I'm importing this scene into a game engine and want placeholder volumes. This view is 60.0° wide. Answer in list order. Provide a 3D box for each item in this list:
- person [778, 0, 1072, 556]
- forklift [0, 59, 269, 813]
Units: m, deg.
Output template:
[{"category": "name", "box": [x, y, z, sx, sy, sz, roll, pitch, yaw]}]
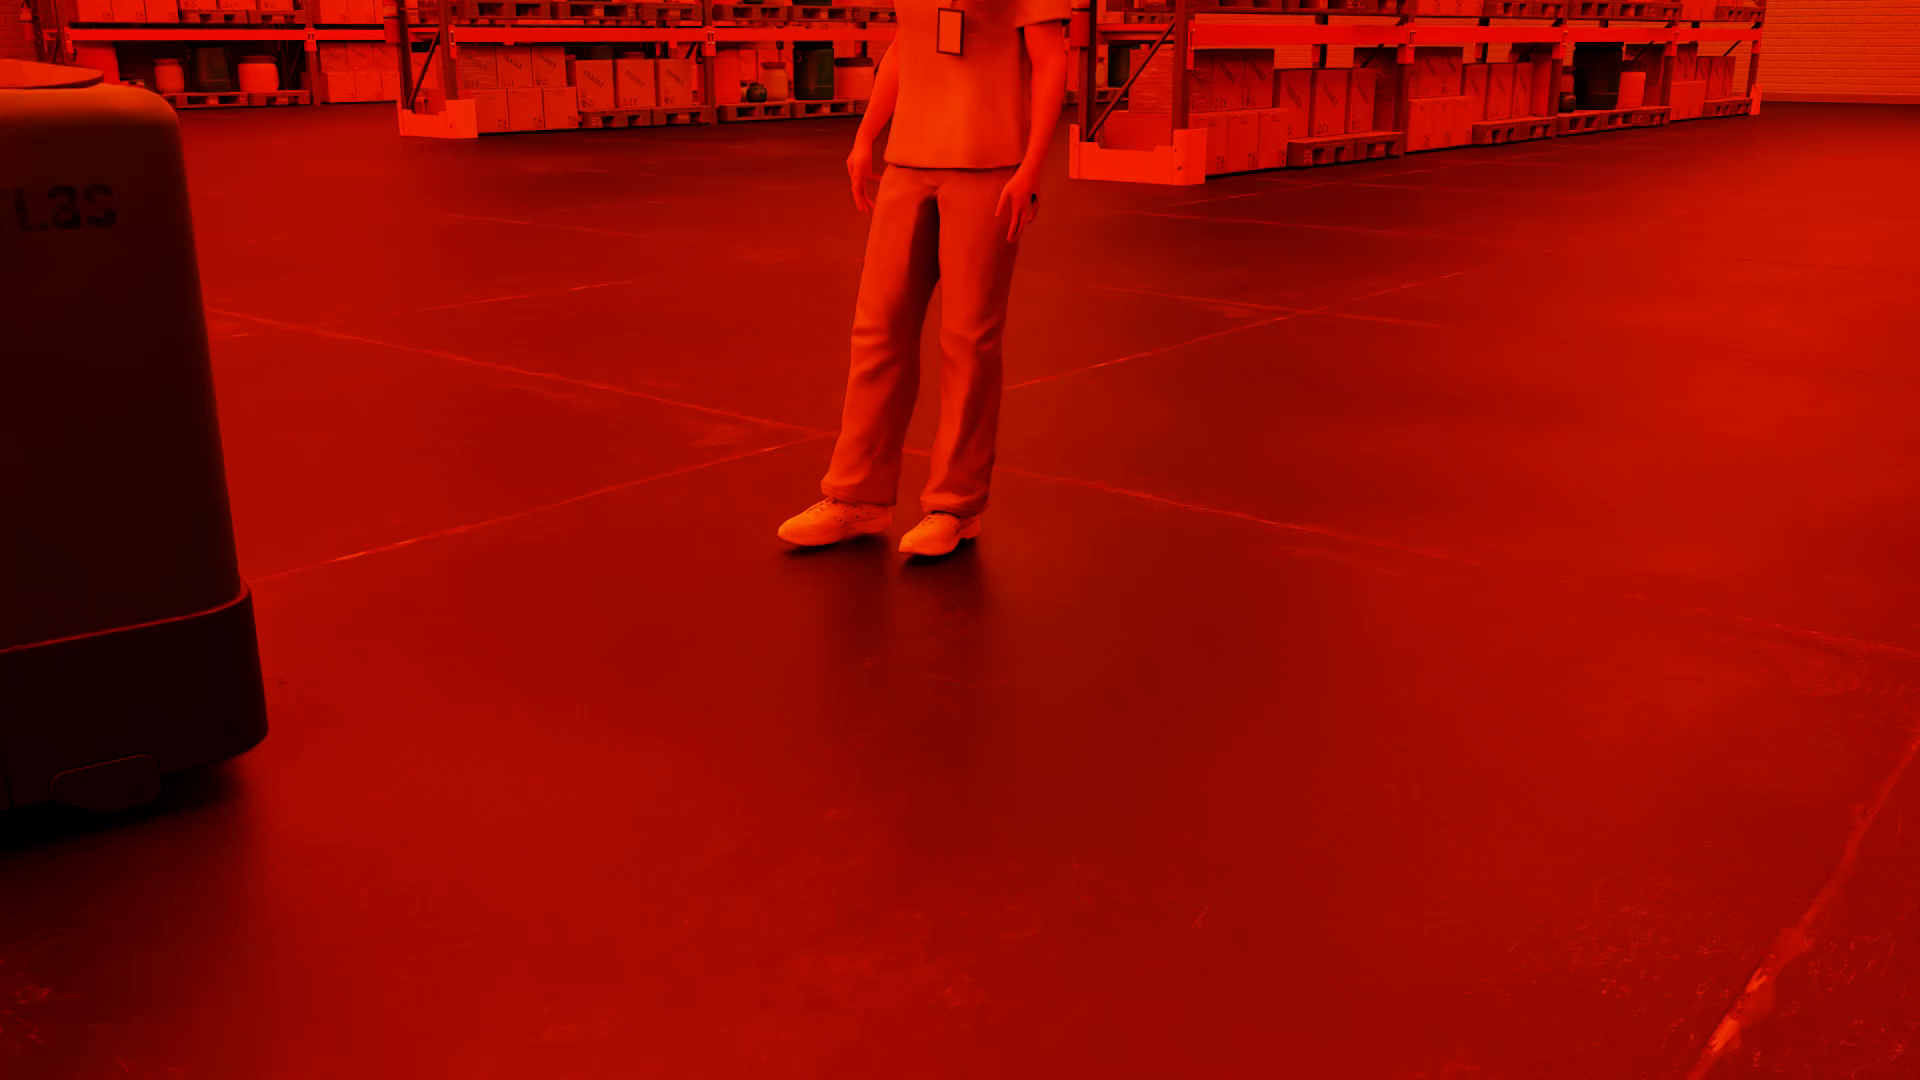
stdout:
[{"category": "person", "box": [-0.057, -0.795, 3.650, 0.549, 1.675, 0.549, 13, 21, 37]}, {"category": "forklift", "box": [-2.597, -0.871, 1.767, 3.031, 2.935, 1.130, -12, 21, -34]}]
